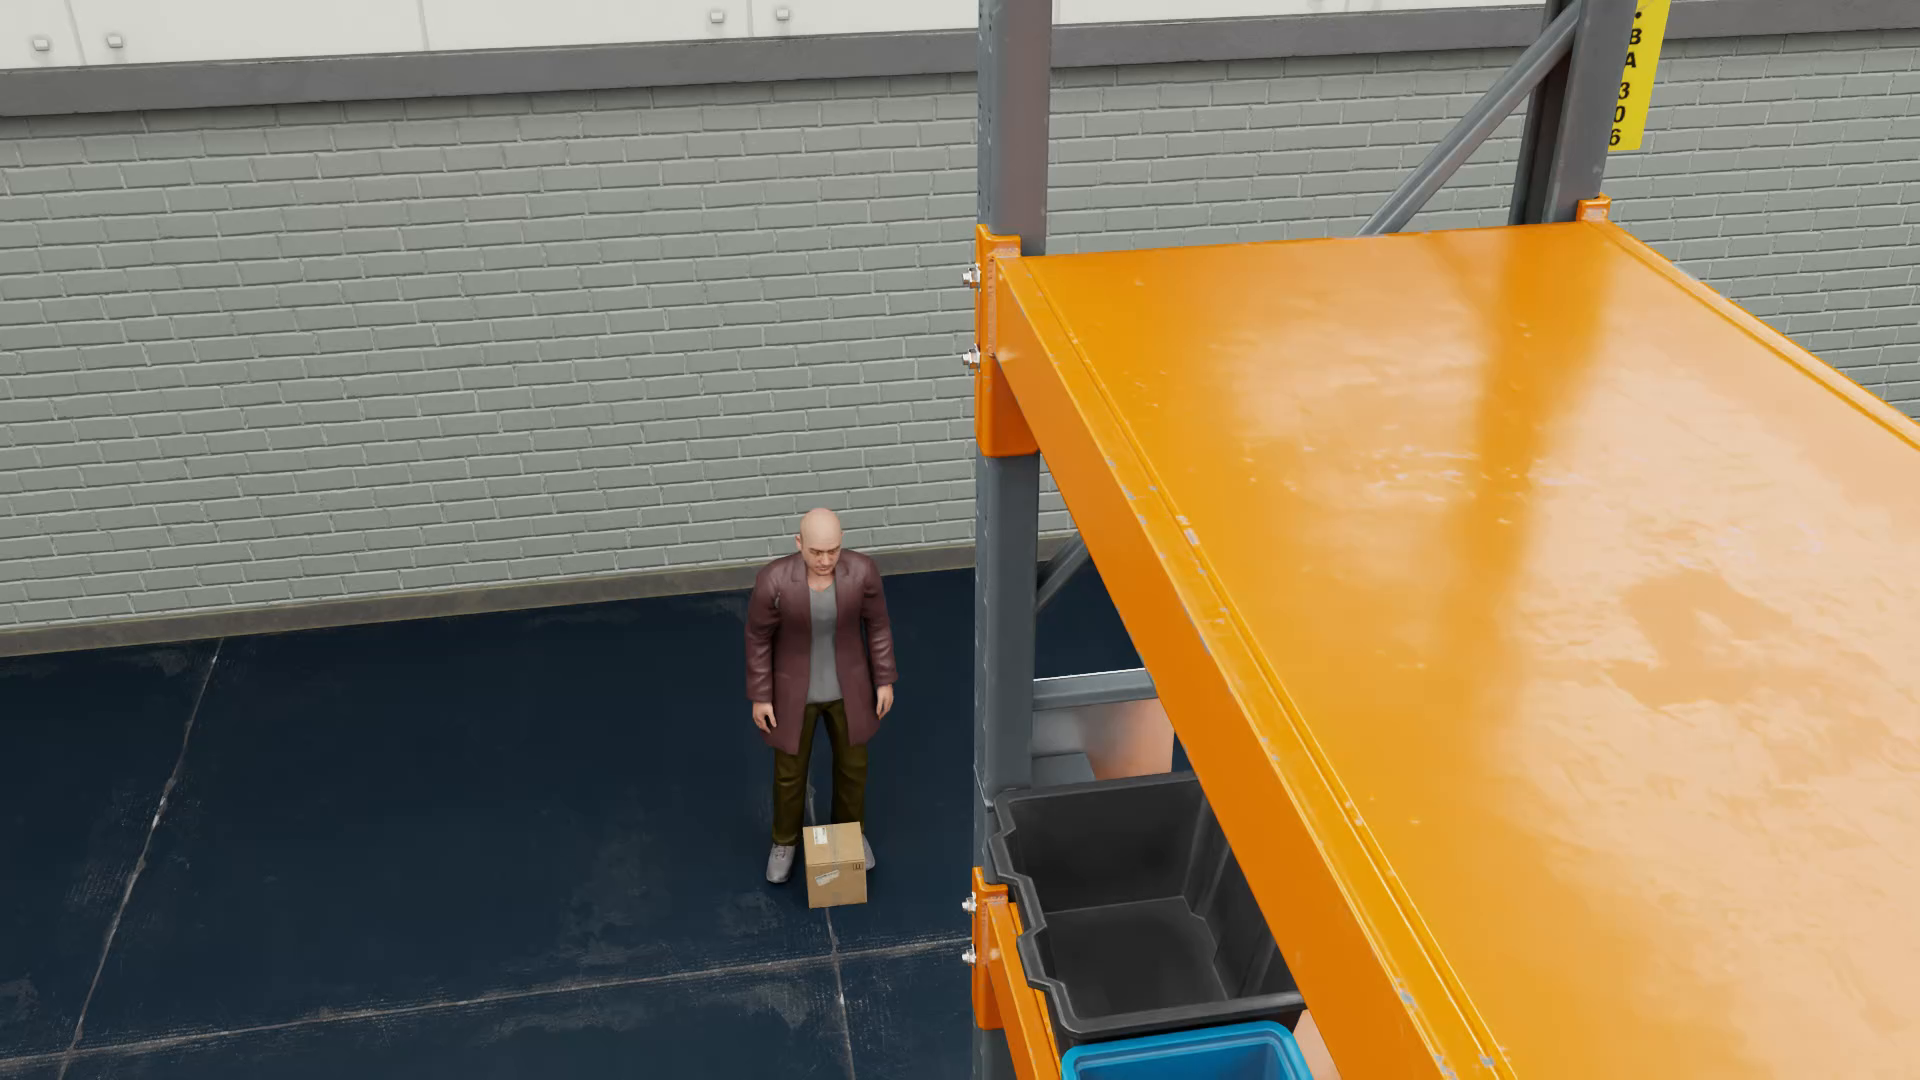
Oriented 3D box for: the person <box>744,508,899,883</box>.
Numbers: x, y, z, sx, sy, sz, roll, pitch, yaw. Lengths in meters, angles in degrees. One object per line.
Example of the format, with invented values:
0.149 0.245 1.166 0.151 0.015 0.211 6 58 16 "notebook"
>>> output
-0.585 0.682 7.096 0.655 1.665 0.419 -7 31 -11 "person"
